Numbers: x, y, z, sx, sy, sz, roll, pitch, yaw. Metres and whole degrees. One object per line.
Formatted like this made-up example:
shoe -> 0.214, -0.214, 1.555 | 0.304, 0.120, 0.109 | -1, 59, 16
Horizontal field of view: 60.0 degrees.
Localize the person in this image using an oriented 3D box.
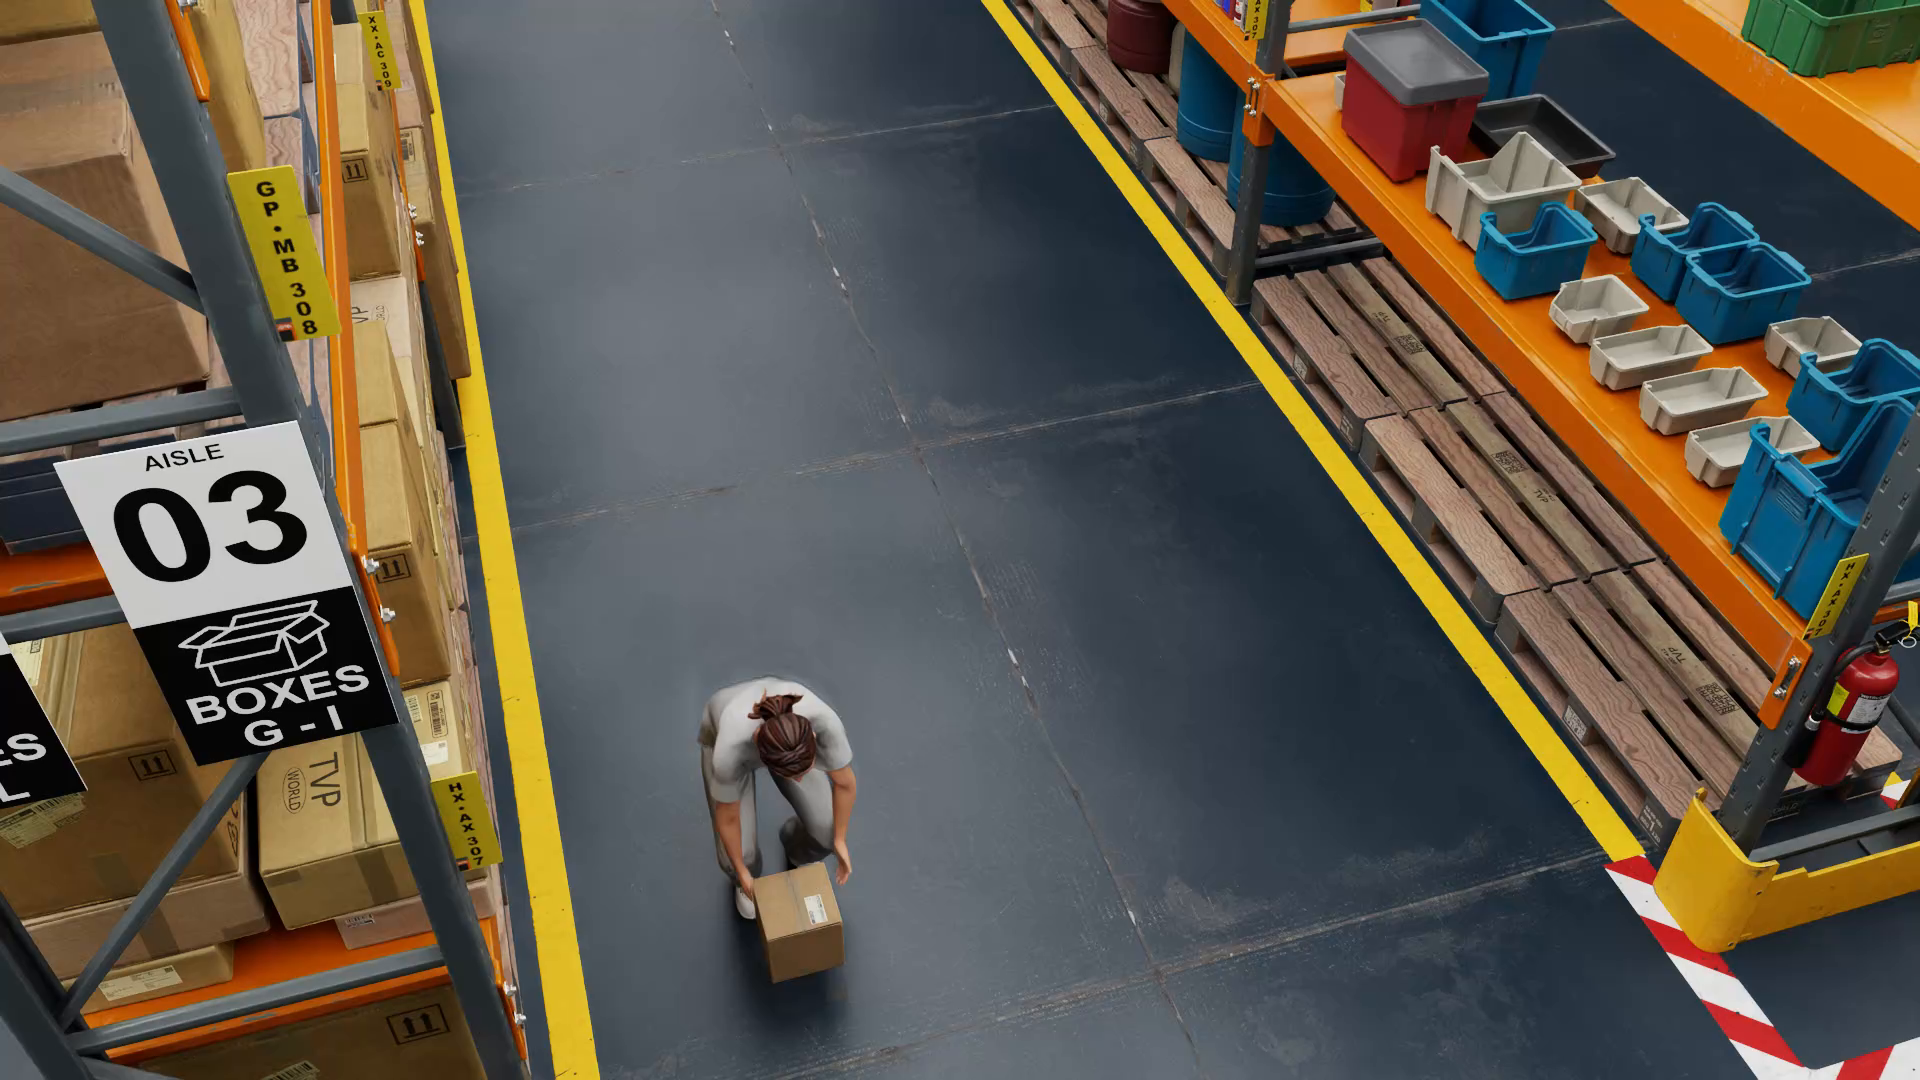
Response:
person -> -0.620, 0.835, 5.645 | 0.491, 1.142, 0.740 | -12, 44, -13
